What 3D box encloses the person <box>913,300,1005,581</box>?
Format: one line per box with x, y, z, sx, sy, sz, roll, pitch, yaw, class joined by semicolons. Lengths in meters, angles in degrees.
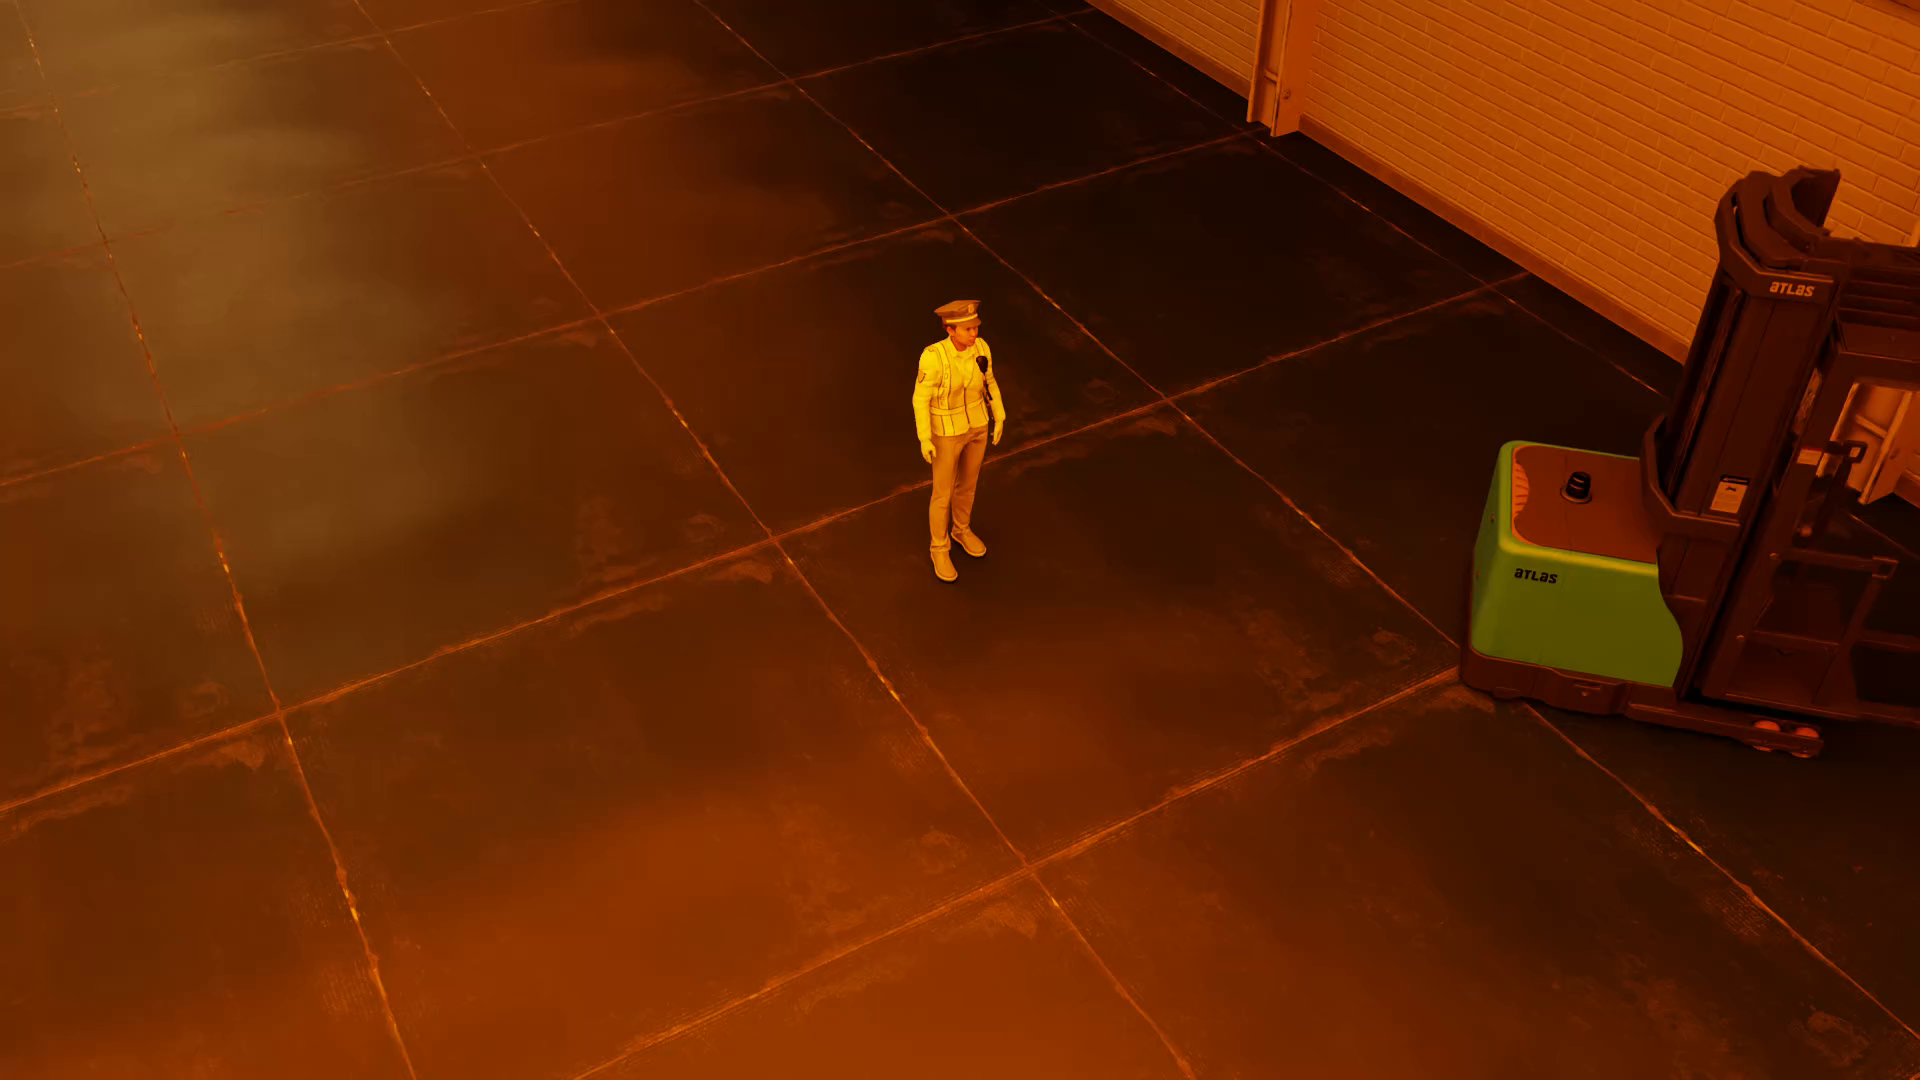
0.029;-0.618;9.738;0.587;1.695;0.531;-20;44;-23;person

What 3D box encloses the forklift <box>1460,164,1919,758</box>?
4.375;-0.339;8.445;3.031;2.935;1.130;10;41;11;forklift
